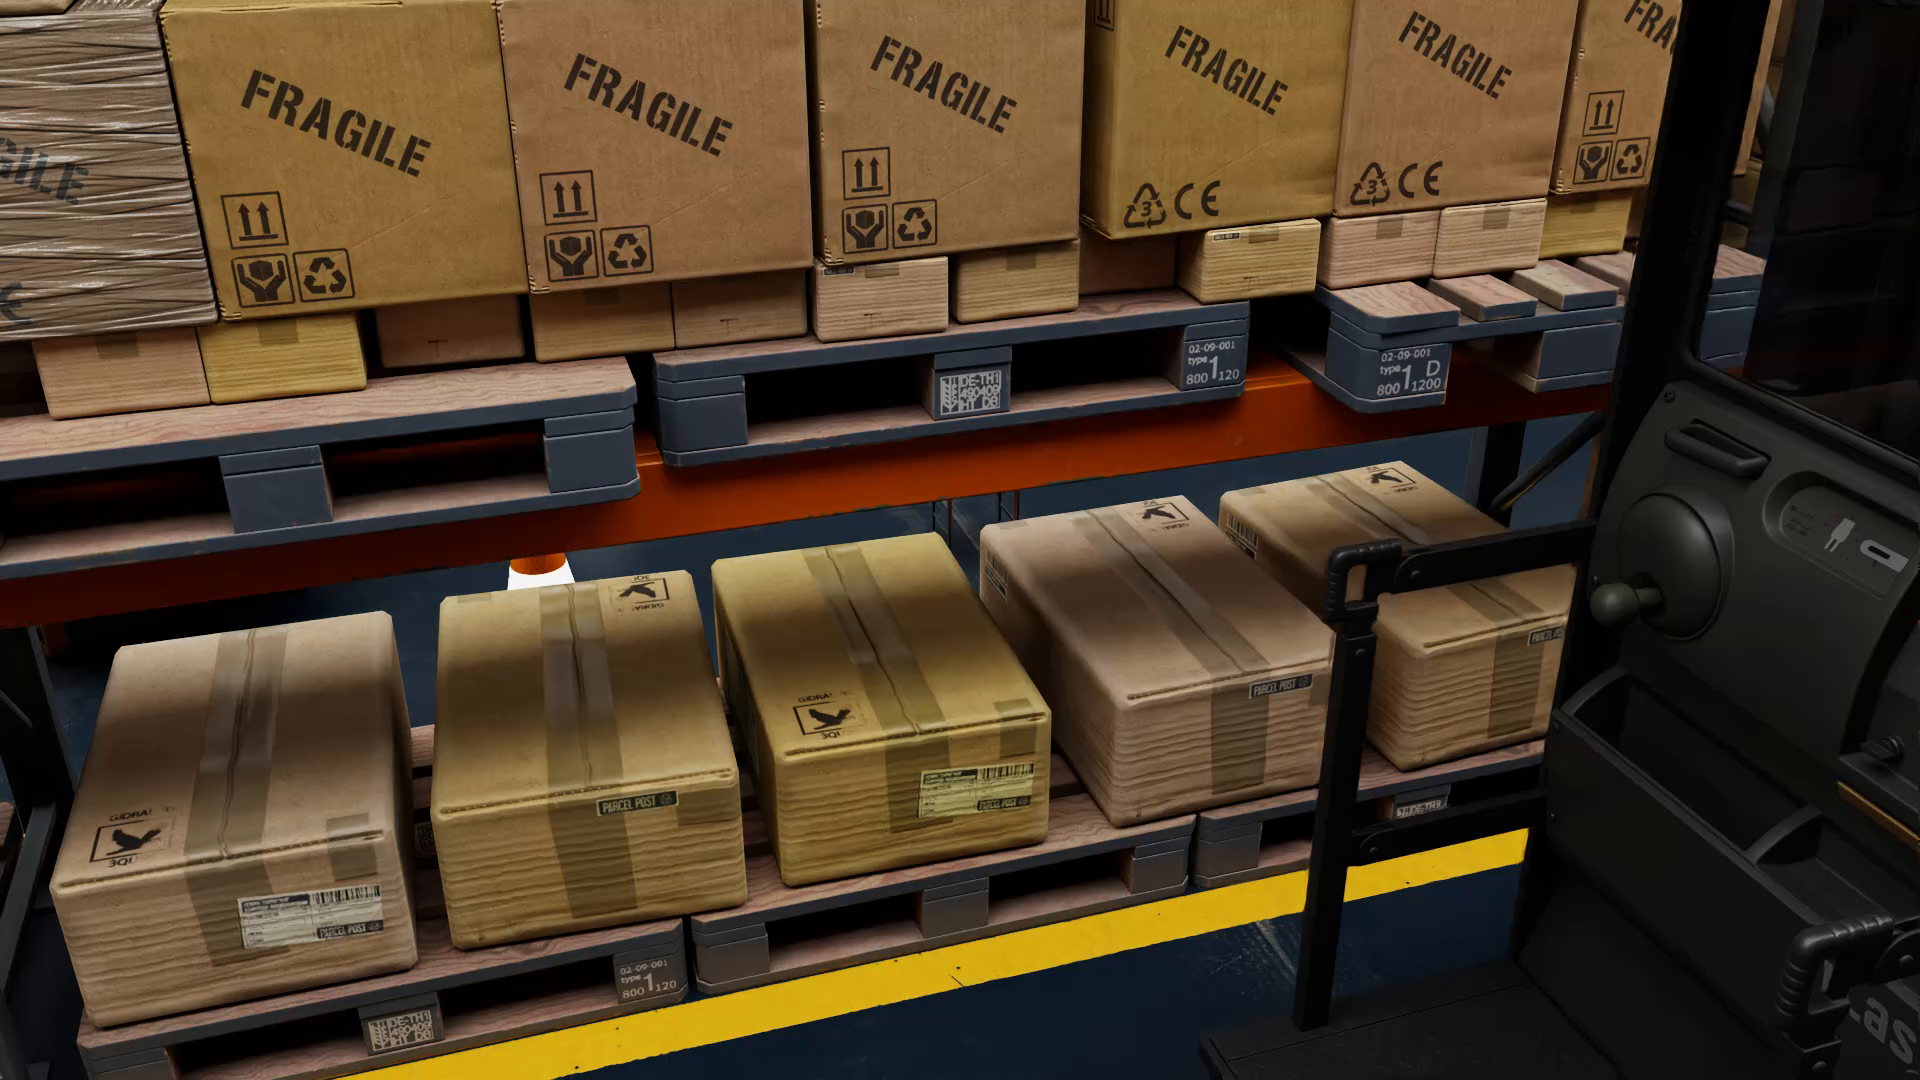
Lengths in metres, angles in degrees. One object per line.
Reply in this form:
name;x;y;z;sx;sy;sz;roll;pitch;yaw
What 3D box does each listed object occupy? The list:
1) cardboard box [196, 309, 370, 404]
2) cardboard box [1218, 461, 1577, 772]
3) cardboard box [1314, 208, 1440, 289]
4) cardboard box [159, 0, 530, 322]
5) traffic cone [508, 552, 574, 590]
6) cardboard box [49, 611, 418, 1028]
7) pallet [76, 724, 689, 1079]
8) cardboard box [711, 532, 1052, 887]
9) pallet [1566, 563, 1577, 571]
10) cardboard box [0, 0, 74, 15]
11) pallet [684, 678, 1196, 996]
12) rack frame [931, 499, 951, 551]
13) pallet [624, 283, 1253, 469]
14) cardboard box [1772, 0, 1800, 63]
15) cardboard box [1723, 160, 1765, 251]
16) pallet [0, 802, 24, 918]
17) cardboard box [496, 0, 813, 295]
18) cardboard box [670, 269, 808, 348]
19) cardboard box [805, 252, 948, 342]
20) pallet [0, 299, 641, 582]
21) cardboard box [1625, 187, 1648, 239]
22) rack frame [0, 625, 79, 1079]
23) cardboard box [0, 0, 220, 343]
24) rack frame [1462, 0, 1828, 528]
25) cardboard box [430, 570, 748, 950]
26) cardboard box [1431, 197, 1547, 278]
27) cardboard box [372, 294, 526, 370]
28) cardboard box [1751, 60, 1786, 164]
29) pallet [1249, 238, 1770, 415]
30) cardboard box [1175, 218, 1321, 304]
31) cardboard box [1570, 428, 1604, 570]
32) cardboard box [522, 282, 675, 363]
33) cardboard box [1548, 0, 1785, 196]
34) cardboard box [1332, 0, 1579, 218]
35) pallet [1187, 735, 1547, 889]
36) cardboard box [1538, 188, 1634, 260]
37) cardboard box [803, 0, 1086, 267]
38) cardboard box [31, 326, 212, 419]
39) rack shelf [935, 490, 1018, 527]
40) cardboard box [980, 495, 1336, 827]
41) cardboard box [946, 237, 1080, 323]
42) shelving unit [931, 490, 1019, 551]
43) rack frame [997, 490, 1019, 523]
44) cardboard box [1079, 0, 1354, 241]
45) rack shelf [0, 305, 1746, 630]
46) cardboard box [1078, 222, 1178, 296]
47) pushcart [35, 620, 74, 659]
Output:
cardboard box;-1.200;-0.391;2.974;0.250;0.149;0.380;-8;27;-15
cardboard box;1.199;0.170;4.517;0.625;0.372;0.950;-10;28;-20
cardboard box;0.801;-0.671;3.539;0.250;0.149;0.380;-10;28;-19
cardboard box;-1.053;-0.720;2.909;0.500;0.500;0.500;-8;28;-16
traffic cone;-1.318;0.032;5.166;0.334;0.463;0.336;-8;28;-16
cardboard box;-1.566;0.574;3.704;0.625;0.372;0.950;-8;27;-15
pallet;-1.324;0.799;3.902;1.213;0.211;1.003;-8;28;-16
cardboard box;-0.223;0.377;4.100;0.625;0.372;0.950;-7;27;-14
pallet;2.513;0.280;4.949;1.213;0.211;1.003;-8;28;-16
cardboard box;-1.507;-0.914;2.568;0.250;0.149;0.380;-8;28;-16
pallet;-0.162;0.630;4.244;1.213;0.211;1.003;-8;28;-16
rack frame;-0.065;-0.461;5.498;0.008;1.050;0.200;-8;28;-16
pallet;-0.130;-0.517;3.633;1.213;0.211;1.003;-8;28;-16
cardboard box;2.284;-1.350;3.859;0.500;0.500;0.500;-9;28;-18
cardboard box;2.283;-0.786;4.130;0.500;0.250;0.500;-9;28;-17
pallet;-2.691;1.015;3.469;1.213;0.211;1.003;-8;28;-16
cardboard box;-0.579;-0.783;3.034;0.500;0.500;0.500;-8;28;-16
cardboard box;-0.461;-0.513;3.220;0.250;0.149;0.380;-8;28;-16
cardboard box;-0.193;-0.528;3.250;0.250;0.149;0.380;-7;27;-14
pallet;-1.292;-0.300;3.196;1.213;0.211;1.003;-8;28;-16
cardboard box;1.501;-0.824;3.846;0.250;0.149;0.380;-7;27;-14
rack frame;-2.064;-0.342;3.065;0.127;3.000;1.000;-8;28;-16
cardboard box;-1.529;-0.651;2.769;0.500;0.500;0.500;-8;27;-15
rack frame;1.740;-0.893;4.175;0.127;3.000;1.000;-8;28;-16
cardboard box;-0.883;0.473;3.906;0.625;0.372;0.950;-7;27;-13
cardboard box;1.043;-0.702;3.602;0.250;0.149;0.380;-8;28;-17
cardboard box;-0.954;-0.462;3.117;0.250;0.149;0.380;-6;27;-13
cardboard box;2.298;-1.015;4.027;0.500;0.250;0.500;-8;28;-16
pallet;1.095;-0.664;3.929;1.003;0.211;1.213;-8;28;-16
cardboard box;0.543;-0.627;3.451;0.250;0.149;0.380;-8;27;-15
cardboard box;2.422;-0.189;4.675;0.875;0.875;0.875;-8;28;-17
cardboard box;-0.697;-0.480;3.153;0.250;0.149;0.380;-8;27;-15
cardboard box;1.393;-1.079;3.630;0.500;0.500;0.500;-9;28;-18
cardboard box;0.905;-1.003;3.477;0.500;0.500;0.500;-9;28;-17
pallet;0.996;0.463;4.579;1.213;0.211;1.003;-8;28;-16
cardboard box;1.268;-0.756;3.710;0.250;0.149;0.380;-8;27;-15
cardboard box;-0.094;-0.858;3.186;0.500;0.500;0.500;-9;28;-18
cardboard box;-1.440;-0.360;2.912;0.250;0.149;0.380;-8;27;-15
rack shelf;0.051;-0.219;5.660;0.240;0.259;0.215;-8;28;-16
cardboard box;0.500;0.275;4.306;0.625;0.372;0.950;-9;28;-17
cardboard box;0.052;-0.577;3.349;0.250;0.149;0.380;-9;28;-18
shelving unit;0.051;-0.478;5.531;0.252;1.050;0.215;-8;28;-16
rack frame;0.167;-0.494;5.565;0.008;1.050;0.200;-8;28;-16
cardboard box;0.426;-0.933;3.336;0.500;0.500;0.500;-10;28;-20
rack shelf;-0.162;-0.295;3.780;4.000;0.370;1.077;-8;28;-16
cardboard box;0.265;-0.646;3.488;0.250;0.149;0.380;-8;28;-16
pushcart;-2.817;-0.124;5.576;0.936;0.377;1.648;-19;32;-33
